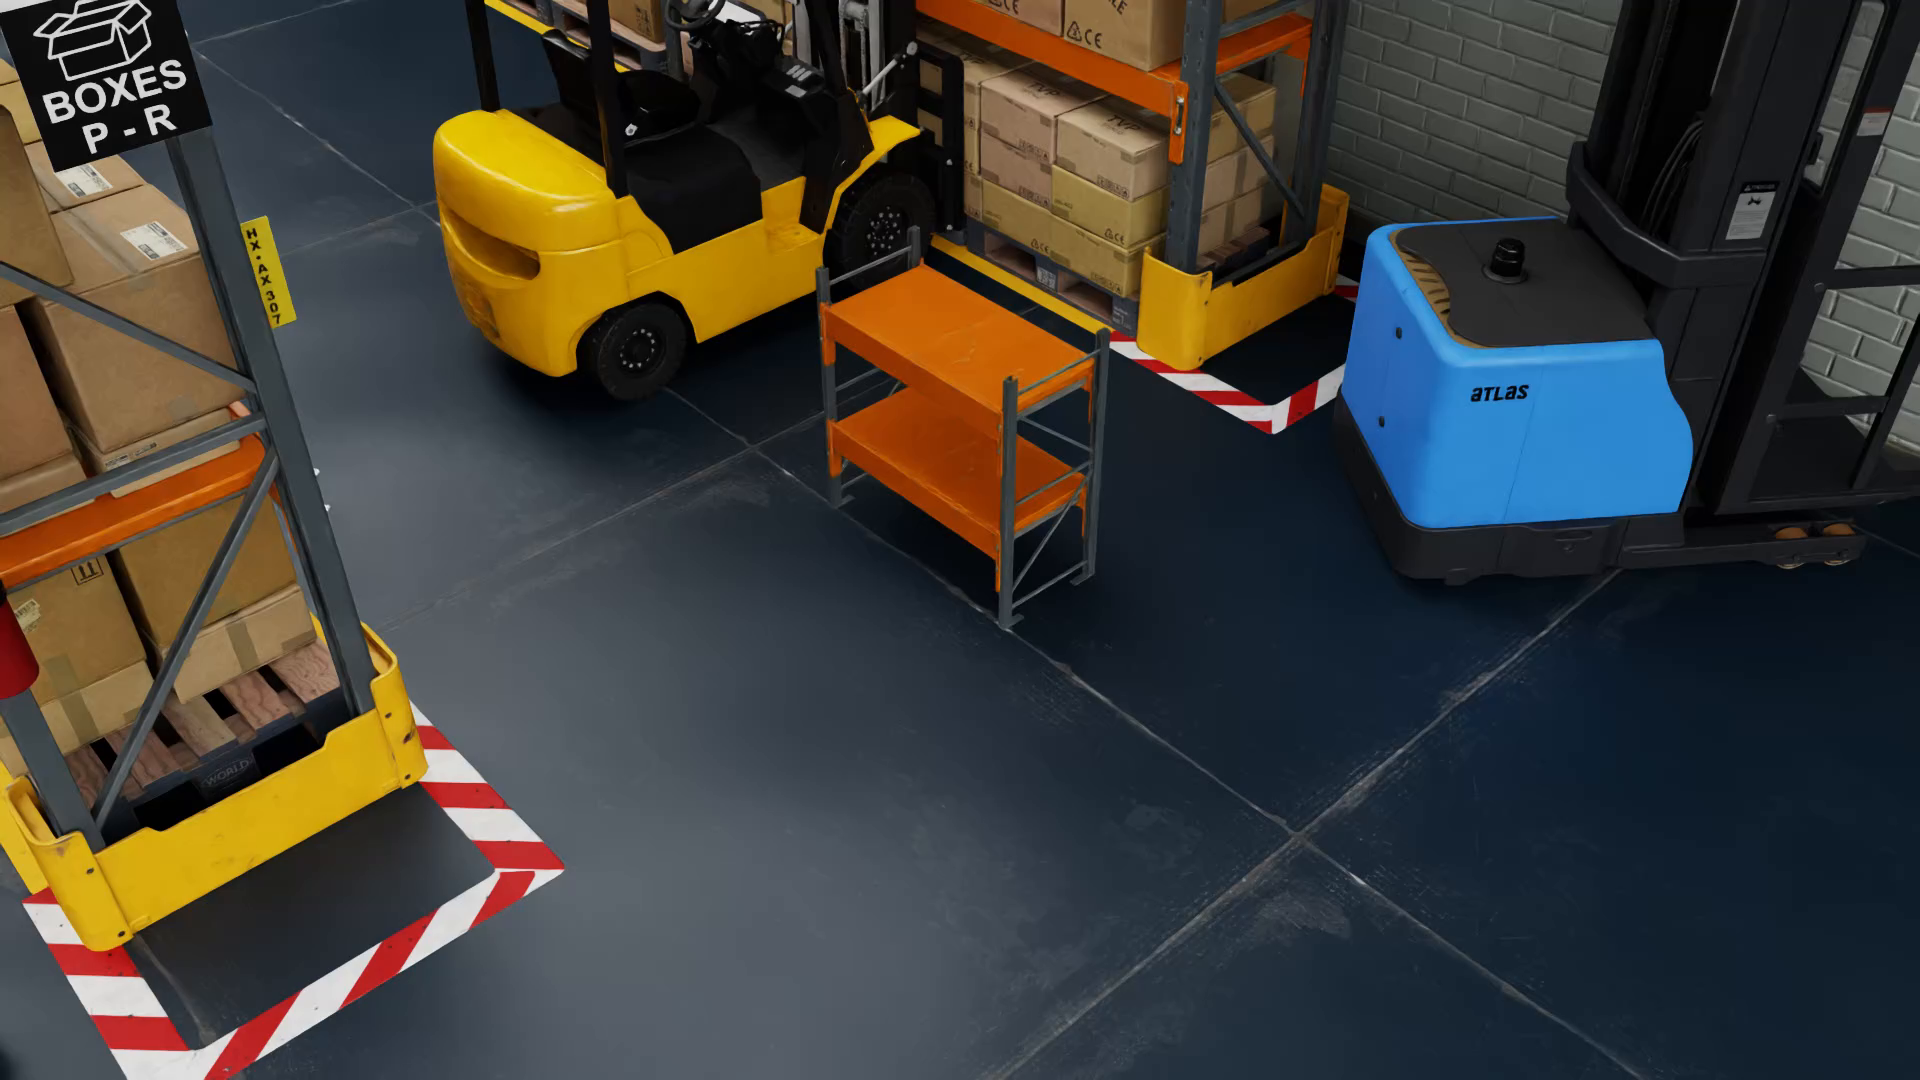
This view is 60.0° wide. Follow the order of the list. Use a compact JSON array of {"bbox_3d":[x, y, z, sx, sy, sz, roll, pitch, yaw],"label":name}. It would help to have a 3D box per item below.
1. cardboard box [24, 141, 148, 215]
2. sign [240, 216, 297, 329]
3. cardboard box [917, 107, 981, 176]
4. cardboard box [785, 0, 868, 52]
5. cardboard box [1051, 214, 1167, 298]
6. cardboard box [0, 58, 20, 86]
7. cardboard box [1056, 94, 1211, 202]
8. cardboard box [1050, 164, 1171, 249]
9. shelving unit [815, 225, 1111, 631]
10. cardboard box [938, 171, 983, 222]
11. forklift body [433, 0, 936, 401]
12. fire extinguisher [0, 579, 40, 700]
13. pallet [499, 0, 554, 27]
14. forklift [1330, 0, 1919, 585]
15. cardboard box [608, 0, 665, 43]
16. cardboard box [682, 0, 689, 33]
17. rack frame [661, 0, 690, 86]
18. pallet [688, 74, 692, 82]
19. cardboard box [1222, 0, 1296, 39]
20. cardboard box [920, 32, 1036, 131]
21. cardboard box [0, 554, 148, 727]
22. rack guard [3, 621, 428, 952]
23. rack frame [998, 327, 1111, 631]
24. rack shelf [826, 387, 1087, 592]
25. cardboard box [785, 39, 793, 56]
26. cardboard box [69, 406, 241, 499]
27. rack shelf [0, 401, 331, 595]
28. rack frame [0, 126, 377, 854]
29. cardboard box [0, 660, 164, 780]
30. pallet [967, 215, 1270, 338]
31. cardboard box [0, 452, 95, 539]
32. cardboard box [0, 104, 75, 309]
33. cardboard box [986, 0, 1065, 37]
[{"bbox_3d":[-2.783,-0.893,5.152,0.500,0.500,0.500,-28,47,-31],"label":"cardboard box"},{"bbox_3d":[-1.914,-0.730,4.578,0.100,0.325,0.005,-30,48,-32],"label":"sign"},{"bbox_3d":[0.084,-2.121,8.445,0.500,0.250,0.500,-31,48,-33],"label":"cardboard box"},{"bbox_3d":[-0.586,-2.784,8.869,0.500,0.250,0.500,-28,47,-30],"label":"cardboard box"},{"bbox_3d":[0.789,-1.451,8.013,0.500,0.250,0.500,-30,47,-31],"label":"cardboard box"},{"bbox_3d":[-3.478,-1.360,5.731,0.500,0.500,0.500,-31,48,-33],"label":"cardboard box"},{"bbox_3d":[0.799,-1.837,7.696,0.500,0.250,0.500,-28,47,-30],"label":"cardboard box"},{"bbox_3d":[0.780,-1.655,7.868,0.500,0.250,0.500,-31,48,-32],"label":"cardboard box"},{"bbox_3d":[-0.005,-0.441,6.400,0.538,1.125,1.048,-30,48,-32],"label":"shelving unit"},{"bbox_3d":[0.128,-1.920,8.595,0.500,0.250,0.500,-29,47,-31],"label":"cardboard box"},{"bbox_3d":[-1.287,-2.046,7.572,2.313,2.155,1.214,-30,48,-32],"label":"forklift body"},{"bbox_3d":[-2.576,0.116,4.281,0.296,0.674,0.183,-30,48,-32],"label":"fire extinguisher"},{"bbox_3d":[-2.722,-3.930,11.448,1.003,0.211,1.213,-30,48,-32],"label":"pallet"},{"bbox_3d":[3.149,-1.355,6.095,3.031,2.935,1.130,-4,39,-5],"label":"forklift"},{"bbox_3d":[-1.727,-3.602,10.378,0.875,0.625,0.625,-28,46,-30],"label":"cardboard box"},{"bbox_3d":[-1.266,-3.058,9.606,0.500,0.250,0.500,-30,48,-32],"label":"cardboard box"},{"bbox_3d":[-1.366,-4.125,9.470,1.000,3.000,0.127,-30,48,-32],"label":"rack frame"},{"bbox_3d":[-0.859,-2.655,9.869,1.003,0.211,1.213,-30,48,-32],"label":"pallet"},{"bbox_3d":[1.209,-2.660,7.577,0.500,0.500,0.500,-28,47,-30],"label":"cardboard box"},{"bbox_3d":[0.100,-2.300,8.269,0.500,0.250,0.500,-29,47,-31],"label":"cardboard box"},{"bbox_3d":[-3.048,0.192,5.383,0.500,0.500,0.500,-30,47,-31],"label":"cardboard box"},{"bbox_3d":[-2.365,0.774,5.393,1.175,0.500,0.348,-30,48,-32],"label":"rack guard"},{"bbox_3d":[0.339,-0.205,6.109,0.500,1.125,0.032,-30,48,-32],"label":"rack frame"},{"bbox_3d":[-0.005,-0.251,6.554,0.538,0.278,1.000,-30,48,-32],"label":"rack shelf"},{"bbox_3d":[-0.592,-2.589,9.024,0.500,0.250,0.500,-30,48,-32],"label":"cardboard box"},{"bbox_3d":[-2.391,-0.310,4.947,0.380,0.149,0.250,-30,48,-32],"label":"cardboard box"},{"bbox_3d":[-3.667,-0.809,5.937,1.077,0.370,4.000,-30,48,-32],"label":"rack shelf"},{"bbox_3d":[-2.314,-0.163,4.564,1.000,3.000,0.127,-30,48,-32],"label":"rack frame"},{"bbox_3d":[-3.075,0.472,5.632,0.500,0.250,0.500,-30,48,-32],"label":"cardboard box"},{"bbox_3d":[0.792,-1.525,8.471,1.003,0.211,1.213,-30,48,-32],"label":"pallet"},{"bbox_3d":[-2.724,-0.147,4.745,0.380,0.149,0.250,-28,47,-30],"label":"cardboard box"},{"bbox_3d":[-2.820,-0.850,4.303,0.700,0.500,0.500,-31,48,-33],"label":"cardboard box"},{"bbox_3d":[0.469,-2.673,7.593,0.500,0.500,0.500,-28,47,-31],"label":"cardboard box"}]
